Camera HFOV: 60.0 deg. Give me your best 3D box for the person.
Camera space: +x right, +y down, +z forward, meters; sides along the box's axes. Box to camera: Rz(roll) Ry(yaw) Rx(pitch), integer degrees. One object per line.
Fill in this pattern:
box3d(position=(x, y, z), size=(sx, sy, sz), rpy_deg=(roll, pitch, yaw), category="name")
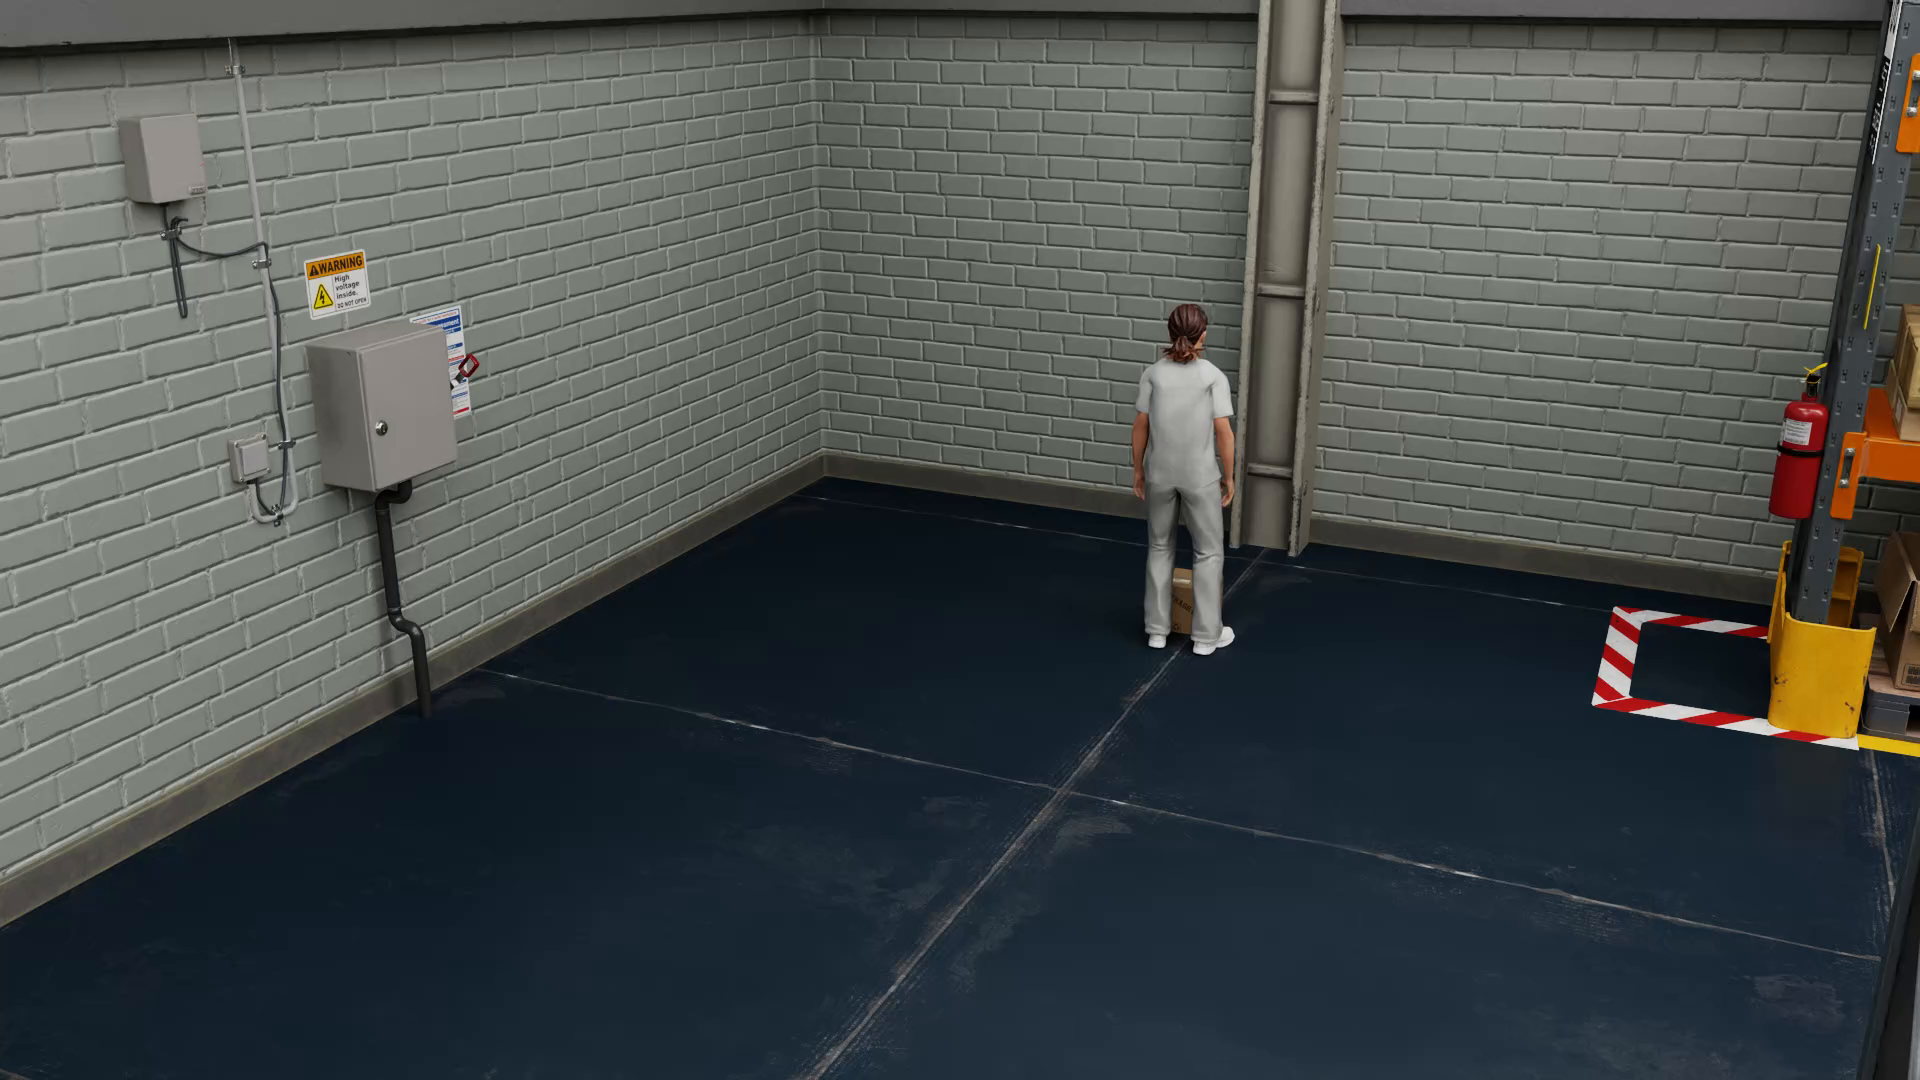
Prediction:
box3d(position=(1.066, -0.285, 7.891), size=(0.512, 1.671, 0.365), rpy_deg=(7, 20, 19), category="person")
